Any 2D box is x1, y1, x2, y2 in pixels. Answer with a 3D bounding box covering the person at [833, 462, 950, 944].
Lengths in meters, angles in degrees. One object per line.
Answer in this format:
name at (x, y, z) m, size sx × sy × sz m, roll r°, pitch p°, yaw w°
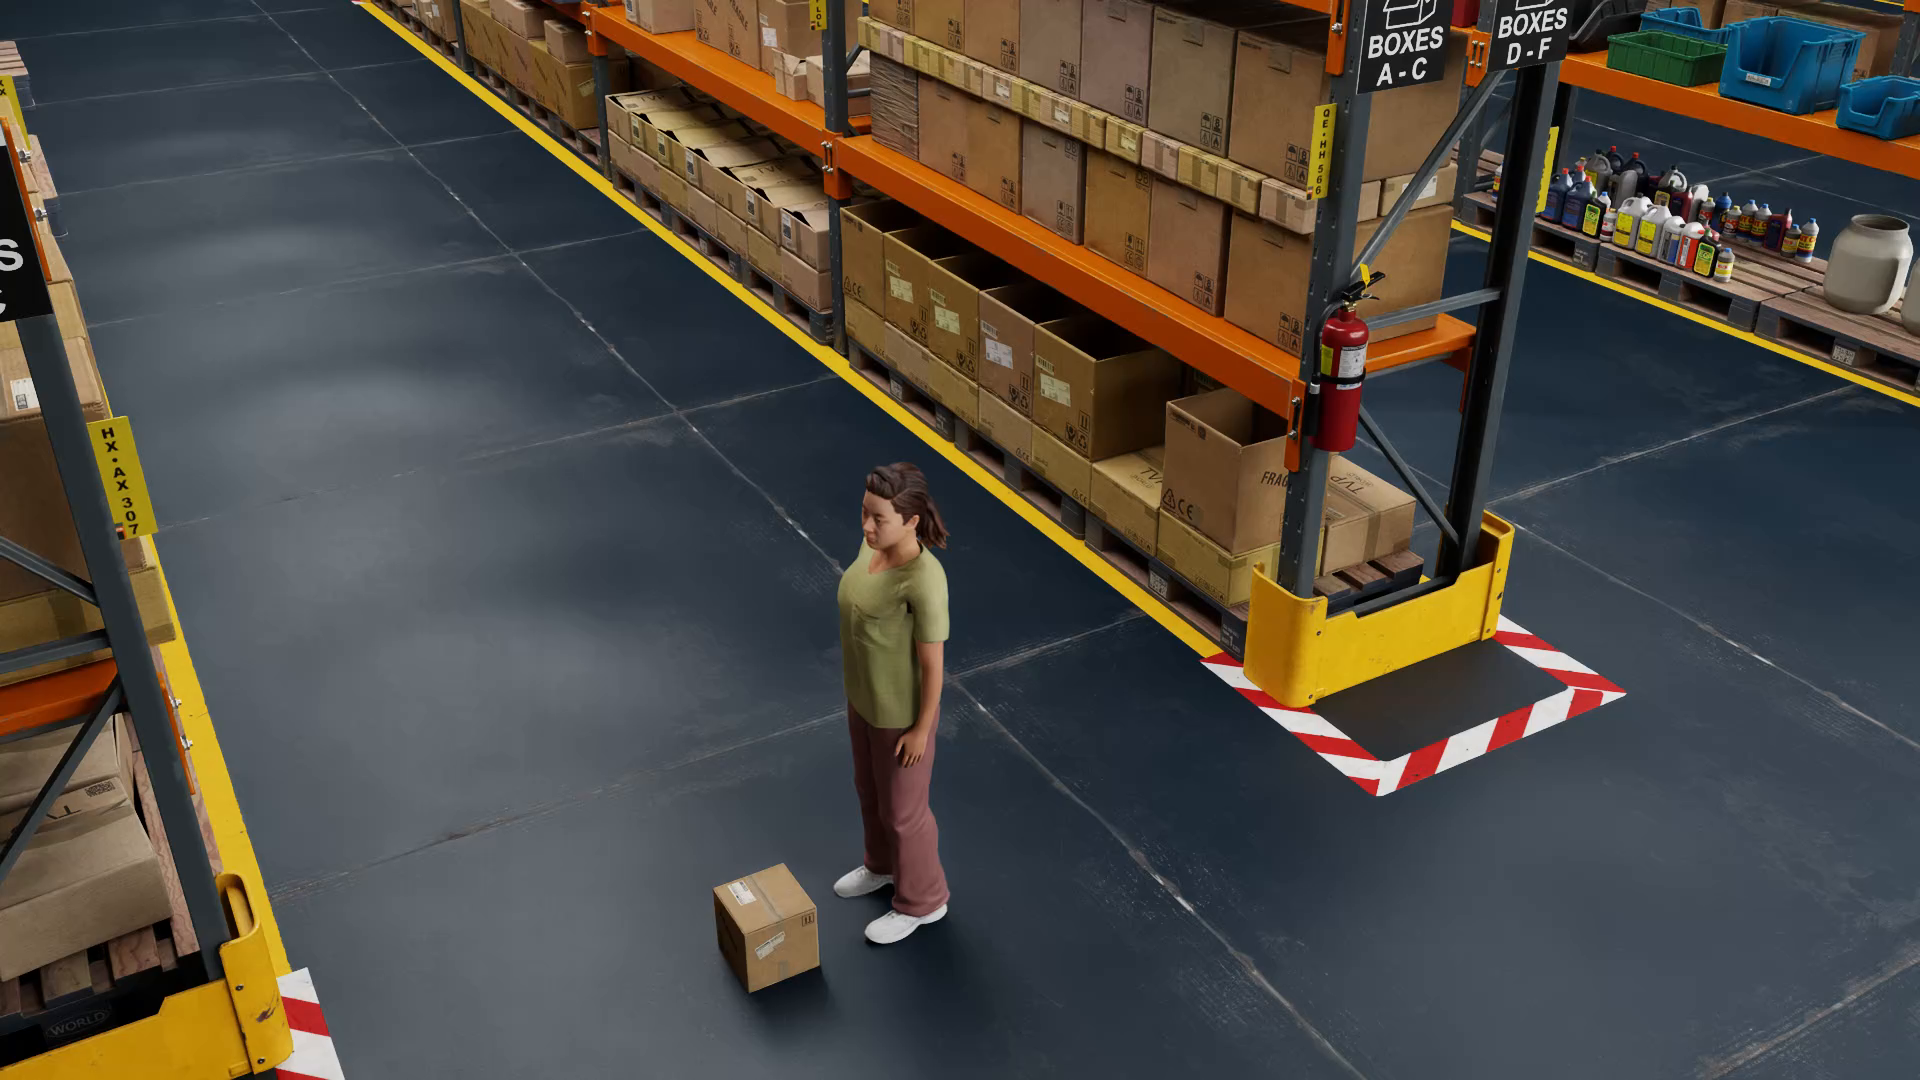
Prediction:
person at (-0.205, 0.531, 5.213) m, size 0.341 × 1.654 × 0.446 m, roll -15°, pitch 32°, yaw -25°
